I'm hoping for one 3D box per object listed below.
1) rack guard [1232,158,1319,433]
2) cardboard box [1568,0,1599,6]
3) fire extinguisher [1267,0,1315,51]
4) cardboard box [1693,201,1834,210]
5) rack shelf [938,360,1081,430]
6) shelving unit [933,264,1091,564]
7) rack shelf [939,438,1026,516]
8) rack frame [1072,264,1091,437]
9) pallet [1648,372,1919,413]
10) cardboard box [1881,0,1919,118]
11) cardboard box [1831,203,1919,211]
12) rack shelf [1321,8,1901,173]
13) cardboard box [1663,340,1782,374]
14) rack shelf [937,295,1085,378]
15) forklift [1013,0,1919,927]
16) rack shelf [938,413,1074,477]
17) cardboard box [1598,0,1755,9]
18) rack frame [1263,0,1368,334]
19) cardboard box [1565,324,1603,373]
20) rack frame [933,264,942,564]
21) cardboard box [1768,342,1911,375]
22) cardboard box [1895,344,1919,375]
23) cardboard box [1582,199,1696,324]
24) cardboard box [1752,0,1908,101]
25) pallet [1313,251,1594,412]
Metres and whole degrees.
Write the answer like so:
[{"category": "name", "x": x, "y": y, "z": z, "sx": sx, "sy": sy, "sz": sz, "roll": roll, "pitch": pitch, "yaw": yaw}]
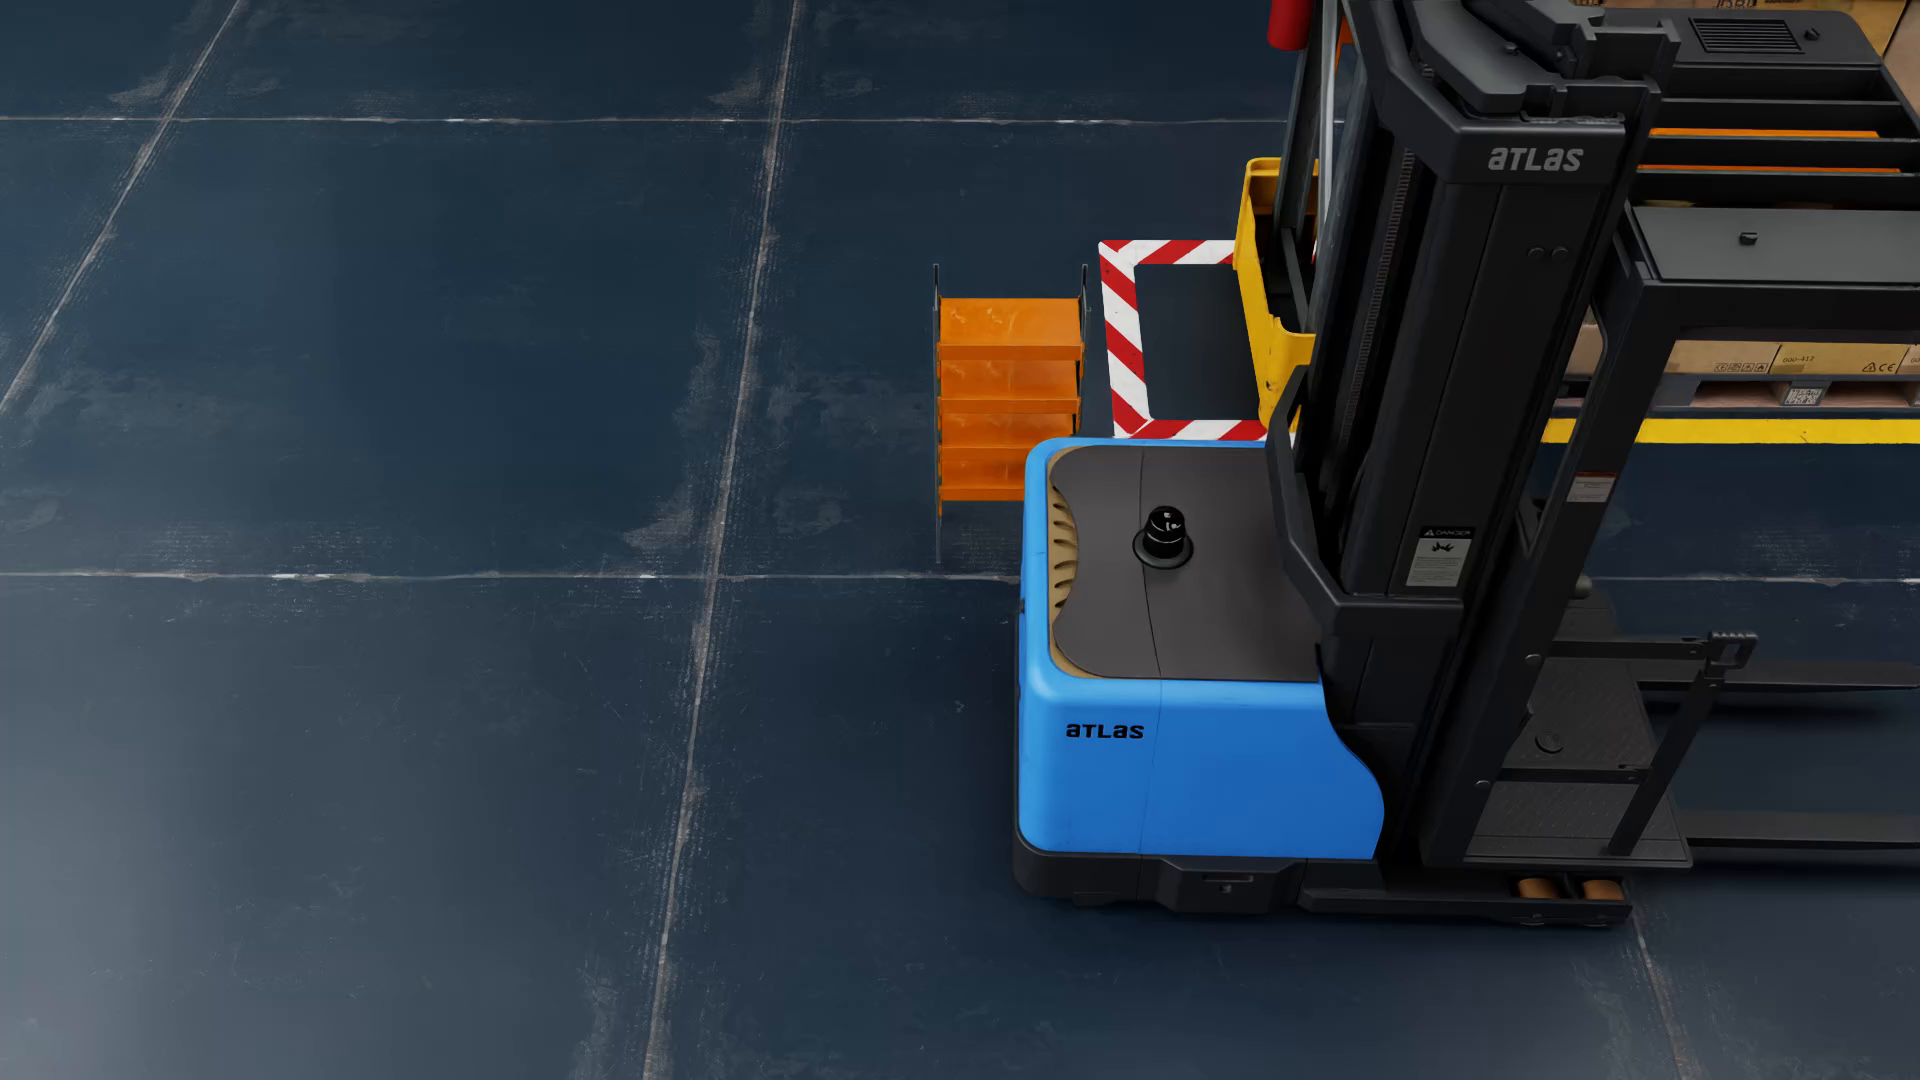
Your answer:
[{"category": "rack guard", "x": 1.383, "y": -1.029, "z": 6.866, "sx": 0.348, "sy": 0.500, "sz": 1.175, "roll": 0, "pitch": 47, "yaw": 0}, {"category": "cardboard box", "x": 1.874, "y": -1.904, "z": 5.905, "sx": 0.500, "sy": 0.500, "sz": 0.700, "roll": 0, "pitch": 47, "yaw": 0}, {"category": "fire extinguisher", "x": 1.291, "y": -2.194, "z": 6.296, "sx": 0.183, "sy": 0.674, "sz": 0.296, "roll": 0, "pitch": 47, "yaw": 0}, {"category": "cardboard box", "x": 2.943, "y": -1.186, "z": 6.384, "sx": 0.500, "sy": 0.500, "sz": 0.500, "roll": 0, "pitch": 47, "yaw": 0}, {"category": "rack shelf", "x": 0.166, "y": -0.515, "z": 5.696, "sx": 0.480, "sy": 0.148, "sz": 0.258, "roll": 0, "pitch": 47, "yaw": 0}, {"category": "shelving unit", "x": 0.166, "y": -0.408, "z": 5.810, "sx": 0.503, "sy": 1.200, "sz": 0.258, "roll": 0, "pitch": 47, "yaw": 0}, {"category": "rack shelf", "x": 0.166, "y": -0.227, "z": 6.005, "sx": 0.480, "sy": 0.148, "sz": 0.258, "roll": 0, "pitch": 47, "yaw": 0}, {"category": "rack frame", "x": 0.410, "y": -0.408, "z": 5.810, "sx": 0.015, "sy": 1.200, "sz": 0.240, "roll": 0, "pitch": 47, "yaw": 0}, {"category": "pallet", "x": 3.389, "y": -0.954, "z": 6.993, "sx": 1.213, "sy": 0.211, "sz": 1.003, "roll": 0, "pitch": 47, "yaw": 0}, {"category": "cardboard box", "x": 3.422, "y": -1.902, "z": 5.903, "sx": 0.500, "sy": 0.500, "sz": 0.700, "roll": 1, "pitch": 47, "yaw": 1}, {"category": "cardboard box", "x": 3.443, "y": -1.172, "z": 6.371, "sx": 0.500, "sy": 0.500, "sz": 0.500, "roll": 0, "pitch": 47, "yaw": 0}, {"category": "rack shelf", "x": 3.407, "y": -1.630, "z": 6.209, "sx": 4.000, "sy": 0.370, "sz": 1.077, "roll": 0, "pitch": 47, "yaw": 0}, {"category": "cardboard box", "x": 2.943, "y": -0.922, "z": 6.651, "sx": 0.500, "sy": 0.250, "sz": 0.500, "roll": 0, "pitch": 47, "yaw": 0}, {"category": "rack shelf", "x": 0.166, "y": -0.676, "z": 5.523, "sx": 0.480, "sy": 0.148, "sz": 0.258, "roll": 0, "pitch": 47, "yaw": 0}, {"category": "forklift", "x": 1.692, "y": -0.202, "z": 4.436, "sx": 3.031, "sy": 2.935, "sz": 1.130, "roll": 1, "pitch": 47, "yaw": 1}, {"category": "rack shelf", "x": 0.166, "y": -0.362, "z": 5.860, "sx": 0.480, "sy": 0.148, "sz": 0.258, "roll": 0, "pitch": 47, "yaw": 0}, {"category": "cardboard box", "x": 2.399, "y": -1.906, "z": 5.907, "sx": 0.500, "sy": 0.500, "sz": 0.700, "roll": 1, "pitch": 47, "yaw": 1}, {"category": "rack frame", "x": 1.407, "y": -1.880, "z": 5.951, "sx": 0.127, "sy": 3.000, "sz": 1.000, "roll": 0, "pitch": 47, "yaw": 0}, {"category": "cardboard box", "x": 2.443, "y": -0.924, "z": 6.652, "sx": 0.500, "sy": 0.250, "sz": 0.500, "roll": 0, "pitch": 47, "yaw": 0}, {"category": "rack frame", "x": -0.078, "y": -0.409, "z": 5.811, "sx": 0.015, "sy": 1.200, "sz": 0.240, "roll": 0, "pitch": 47, "yaw": 0}, {"category": "cardboard box", "x": 3.443, "y": -0.917, "z": 6.646, "sx": 0.500, "sy": 0.250, "sz": 0.500, "roll": 0, "pitch": 47, "yaw": 0}, {"category": "cardboard box", "x": 3.943, "y": -0.916, "z": 6.645, "sx": 0.500, "sy": 0.250, "sz": 0.500, "roll": 0, "pitch": 47, "yaw": 0}, {"category": "cardboard box", "x": 2.443, "y": -1.178, "z": 6.376, "sx": 0.500, "sy": 0.500, "sz": 0.500, "roll": 0, "pitch": 47, "yaw": 0}, {"category": "cardboard box", "x": 2.896, "y": -1.900, "z": 5.901, "sx": 0.500, "sy": 0.500, "sz": 0.700, "roll": 0, "pitch": 47, "yaw": 0}, {"category": "pallet", "x": 2.172, "y": -0.959, "z": 6.998, "sx": 1.213, "sy": 0.211, "sz": 1.003, "roll": 0, "pitch": 47, "yaw": 0}]
